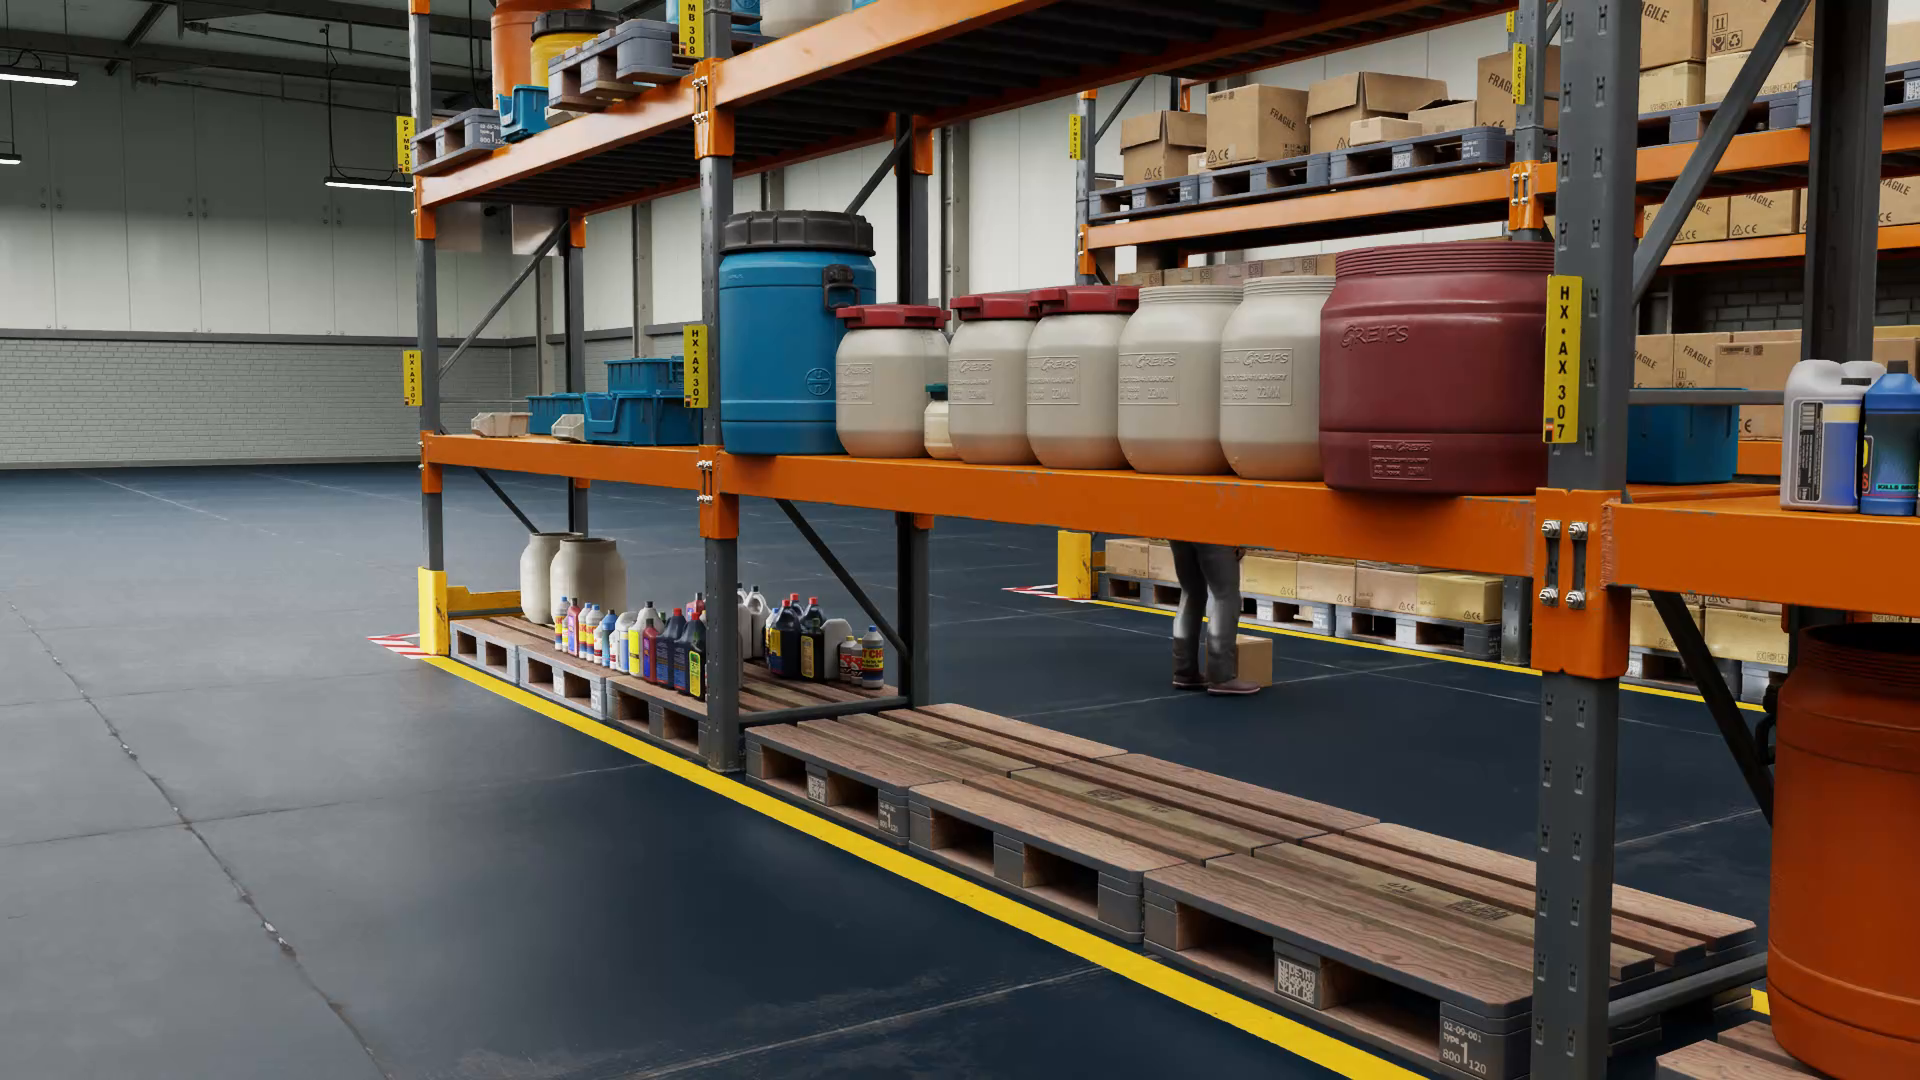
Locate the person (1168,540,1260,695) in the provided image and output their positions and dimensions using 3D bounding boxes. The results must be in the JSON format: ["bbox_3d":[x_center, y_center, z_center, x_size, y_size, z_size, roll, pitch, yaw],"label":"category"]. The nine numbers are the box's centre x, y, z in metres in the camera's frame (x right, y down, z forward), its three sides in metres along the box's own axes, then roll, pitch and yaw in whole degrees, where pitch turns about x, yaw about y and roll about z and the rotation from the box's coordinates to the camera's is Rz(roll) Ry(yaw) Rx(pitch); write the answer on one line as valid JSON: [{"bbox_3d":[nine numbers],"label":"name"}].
[{"bbox_3d":[1.285,-0.035,8.617,0.350,1.640,0.532,-4,6,-37],"label":"person"}]
